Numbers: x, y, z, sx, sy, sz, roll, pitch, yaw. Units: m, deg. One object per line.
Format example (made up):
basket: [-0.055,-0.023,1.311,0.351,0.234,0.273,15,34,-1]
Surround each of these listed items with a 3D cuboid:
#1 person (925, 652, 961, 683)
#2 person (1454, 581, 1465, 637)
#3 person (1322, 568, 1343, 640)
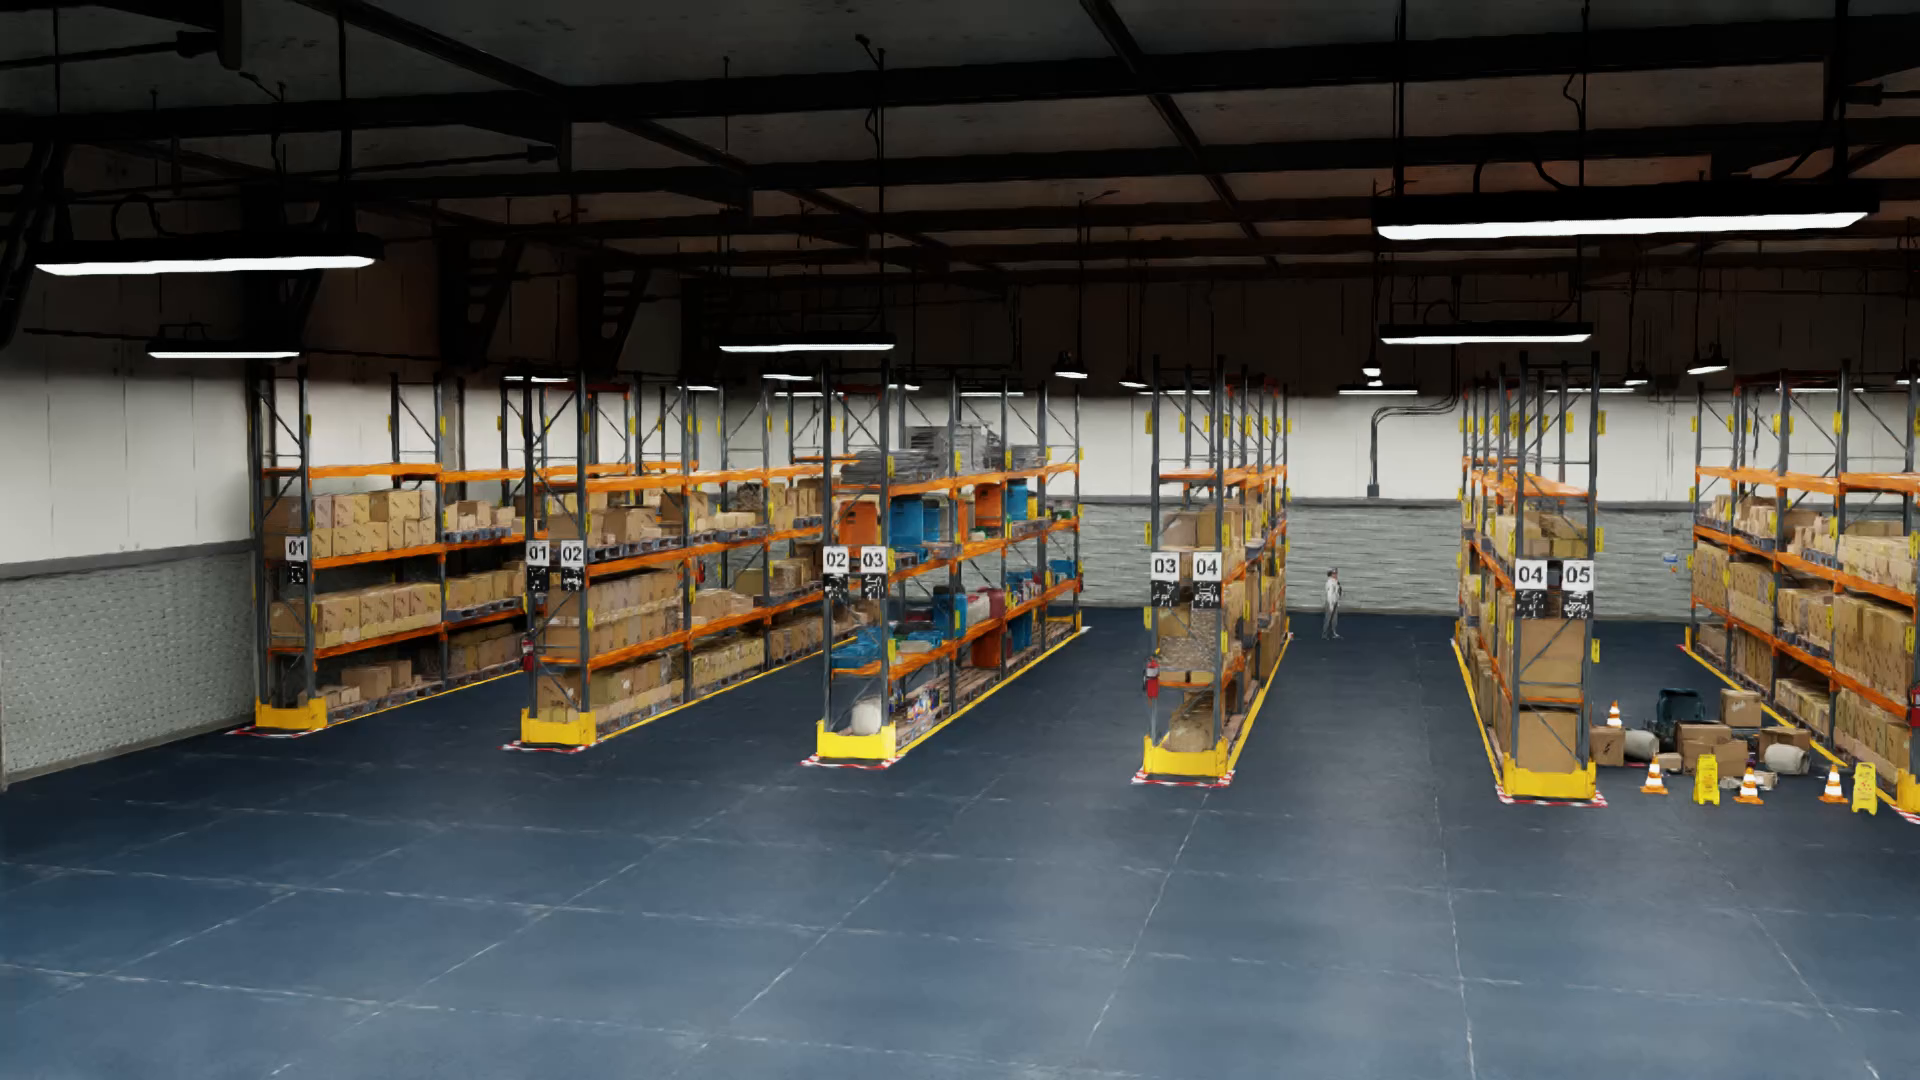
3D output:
person: [-0.294,1.963,31.969,0.580,1.682,0.657,-2,4,-23]
person: [11.998,1.435,39.135,0.571,1.741,0.700,-1,4,-15]
person: [8.686,1.478,38.828,0.395,1.681,0.558,3,5,34]
